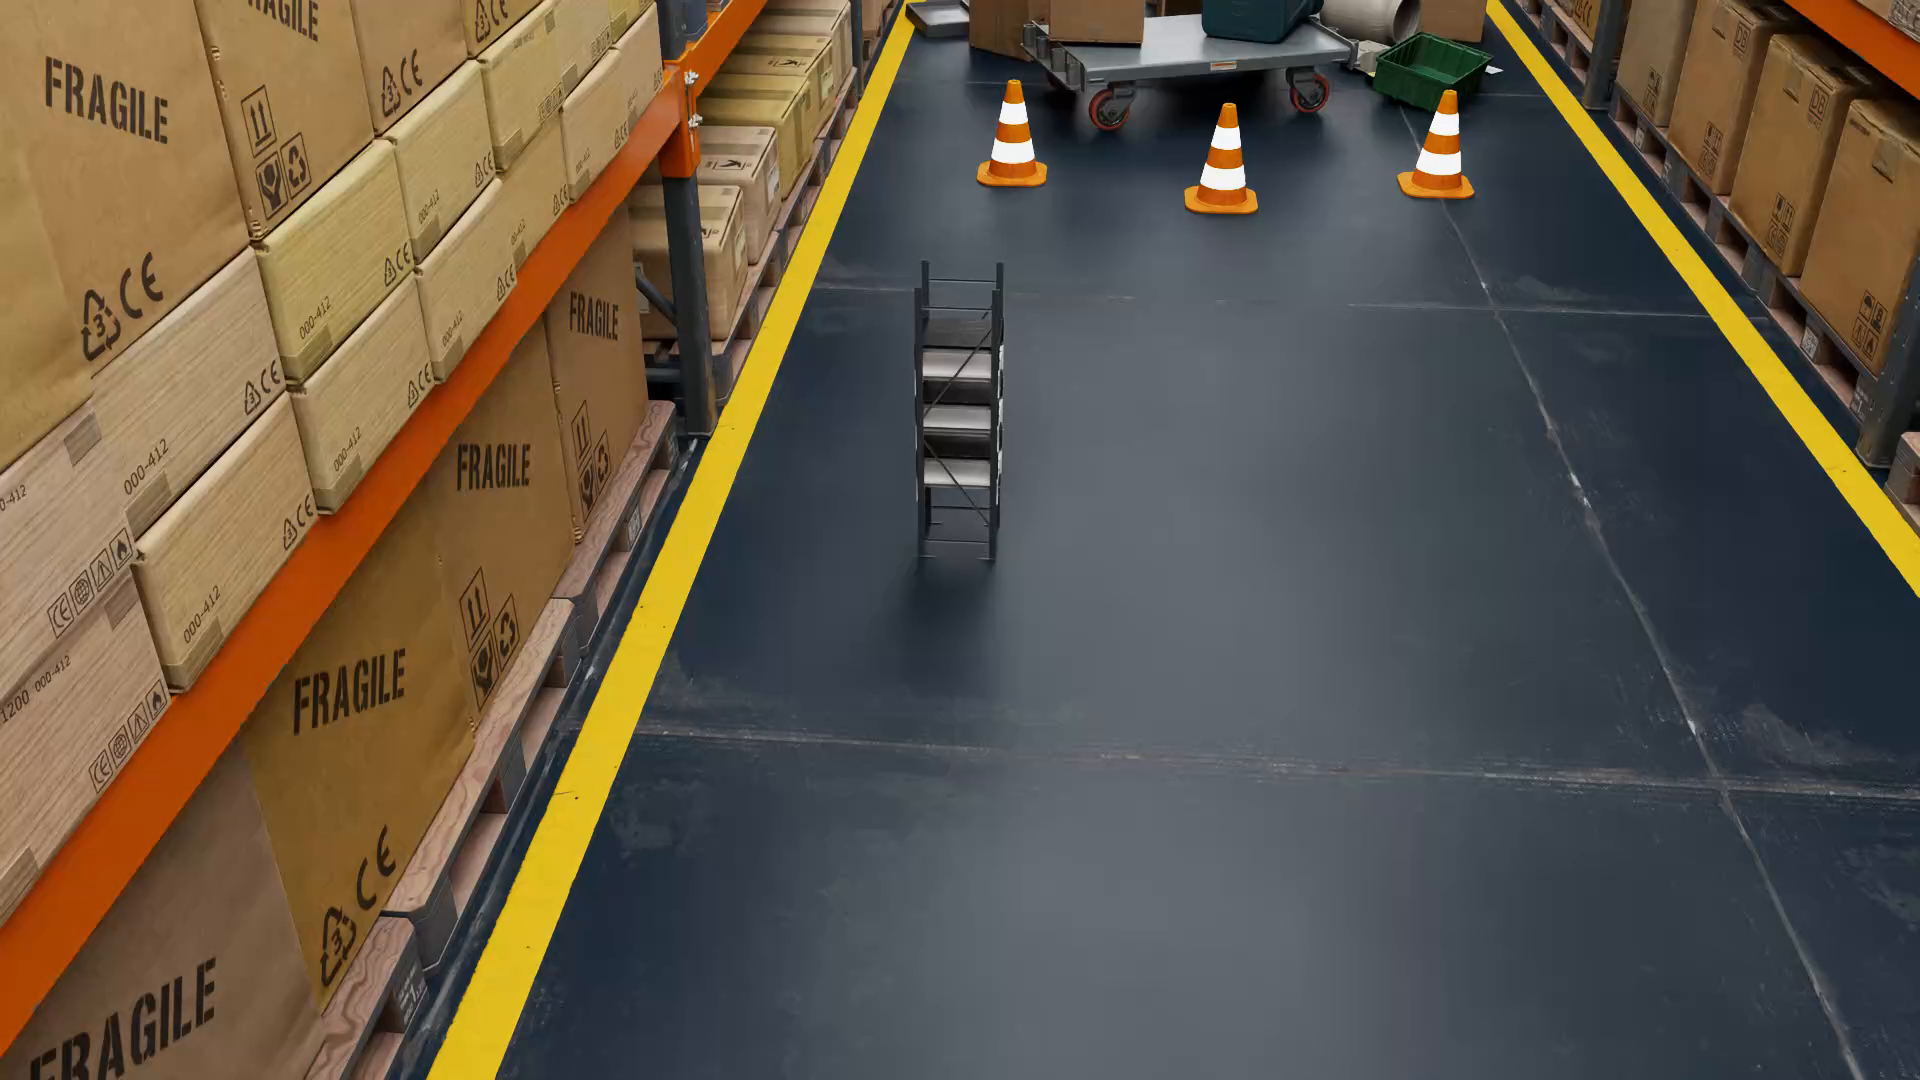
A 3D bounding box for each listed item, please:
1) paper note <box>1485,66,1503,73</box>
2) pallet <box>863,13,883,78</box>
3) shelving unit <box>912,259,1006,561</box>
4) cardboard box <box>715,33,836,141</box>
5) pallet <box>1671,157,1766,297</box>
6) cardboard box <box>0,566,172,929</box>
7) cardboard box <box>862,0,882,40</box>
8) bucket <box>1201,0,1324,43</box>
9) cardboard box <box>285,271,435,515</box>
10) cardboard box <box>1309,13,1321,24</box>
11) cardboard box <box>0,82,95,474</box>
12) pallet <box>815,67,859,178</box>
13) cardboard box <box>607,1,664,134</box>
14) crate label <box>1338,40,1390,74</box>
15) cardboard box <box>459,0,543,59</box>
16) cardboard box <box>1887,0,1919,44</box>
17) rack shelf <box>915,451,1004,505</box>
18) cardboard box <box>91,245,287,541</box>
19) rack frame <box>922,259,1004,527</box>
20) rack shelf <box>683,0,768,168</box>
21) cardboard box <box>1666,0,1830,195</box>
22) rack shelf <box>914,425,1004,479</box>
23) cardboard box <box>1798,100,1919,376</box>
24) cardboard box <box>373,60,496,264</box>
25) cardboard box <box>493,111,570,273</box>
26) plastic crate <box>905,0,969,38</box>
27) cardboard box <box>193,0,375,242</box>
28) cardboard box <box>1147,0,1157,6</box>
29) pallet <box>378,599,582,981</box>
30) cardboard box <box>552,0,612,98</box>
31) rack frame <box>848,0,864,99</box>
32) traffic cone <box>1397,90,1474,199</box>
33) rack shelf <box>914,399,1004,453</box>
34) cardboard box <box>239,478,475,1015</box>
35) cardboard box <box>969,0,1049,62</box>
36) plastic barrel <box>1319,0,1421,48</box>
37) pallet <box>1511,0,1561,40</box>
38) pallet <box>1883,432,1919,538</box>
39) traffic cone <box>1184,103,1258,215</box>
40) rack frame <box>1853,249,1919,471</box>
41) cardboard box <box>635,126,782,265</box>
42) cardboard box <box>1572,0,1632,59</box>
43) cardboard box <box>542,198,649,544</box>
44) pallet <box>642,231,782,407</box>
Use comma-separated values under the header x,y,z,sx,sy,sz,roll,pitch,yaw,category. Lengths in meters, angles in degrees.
x,y,z,sx,sy,sz,roll,pitch,yaw,category
3.055,-2.743,9.672,0.147,0.020,0.142,-20,37,-29,paper note
-1.019,-2.941,9.821,1.003,0.211,1.213,2,32,4,pallet
-0.001,-0.379,5.007,0.258,0.900,0.210,2,32,4,shelving unit
-1.134,-2.185,8.041,0.950,0.372,0.625,4,32,7,cardboard box
3.818,-1.383,7.294,1.003,0.211,1.213,2,32,4,pallet
-1.391,0.253,2.124,0.500,0.250,0.500,2,32,3,cardboard box
-0.722,-3.081,9.611,0.500,0.250,0.500,1,32,2,cardboard box
1.616,-3.040,8.995,0.726,0.611,0.620,14,44,21,bucket
-1.293,-0.285,2.997,0.500,0.250,0.500,2,32,4,cardboard box
2.207,-3.431,10.563,0.396,0.266,0.258,8,32,12,cardboard box
-1.368,-0.278,1.794,0.500,0.500,0.500,3,32,5,cardboard box
-1.101,-2.181,8.588,1.003,0.211,1.213,2,32,4,pallet
-1.147,-1.345,4.716,0.500,0.250,0.500,1,32,2,cardboard box
2.360,-2.816,9.690,0.298,0.136,0.250,-20,37,-29,crate label
-1.227,-1.343,3.521,0.500,0.500,0.500,2,32,4,cardboard box
3.346,-1.815,5.241,0.500,0.500,0.500,2,32,4,cardboard box
-0.001,-0.197,5.119,0.258,0.077,0.200,2,32,4,rack shelf
-1.359,-0.233,2.436,0.500,0.250,0.500,3,32,5,cardboard box
0.008,-0.432,5.093,0.240,0.900,0.006,2,32,4,rack frame
-1.202,-2.424,7.009,1.077,0.370,4.000,2,32,4,rack shelf
3.860,-2.005,7.389,1.050,0.750,0.750,2,32,4,cardboard box
-0.001,-0.274,5.072,0.258,0.077,0.200,2,32,4,rack shelf
3.716,-1.061,5.857,1.050,0.750,0.750,2,32,3,cardboard box
-1.252,-0.760,3.291,0.500,0.250,0.500,2,32,2,cardboard box
-1.230,-0.814,3.855,0.500,0.250,0.500,2,32,3,cardboard box
-0.094,-3.319,10.559,0.402,0.080,0.583,-8,33,-13,plastic crate
-1.311,-0.808,2.653,0.500,0.500,0.500,2,32,3,cardboard box
1.667,-3.778,10.900,0.797,0.503,0.637,-20,37,-29,cardboard box
-1.606,0.548,4.159,1.003,0.211,1.213,2,32,4,pallet
-1.189,-1.301,4.168,0.500,0.250,0.500,2,32,3,cardboard box
-1.039,-3.776,8.517,1.000,3.000,0.127,2,32,4,rack frame
2.289,-1.900,7.892,0.336,0.463,0.334,2,32,4,traffic cone
-0.001,-0.350,5.024,0.258,0.077,0.200,2,32,4,rack shelf
-1.654,0.333,3.475,0.875,0.875,0.875,3,32,5,cardboard box
0.405,-3.215,9.987,0.500,0.500,0.500,27,41,37,cardboard box
2.466,-3.179,10.005,0.512,0.421,0.421,27,41,37,plastic barrel
4.140,-3.464,10.669,1.003,0.211,1.213,2,32,4,pallet
3.512,0.070,4.935,1.003,0.211,1.213,2,32,4,pallet
1.229,-1.793,7.718,0.336,0.463,0.334,2,32,4,traffic cone
3.577,-1.525,4.866,1.000,3.000,0.127,2,32,4,rack frame
-1.257,-1.425,6.808,0.950,0.372,0.625,2,32,3,cardboard box
4.024,-3.217,9.236,0.875,0.875,0.875,3,32,5,cardboard box
-1.504,-0.601,4.990,0.875,0.875,0.875,2,32,4,cardboard box
-1.299,-0.905,6.518,1.003,0.211,1.213,2,32,4,pallet
